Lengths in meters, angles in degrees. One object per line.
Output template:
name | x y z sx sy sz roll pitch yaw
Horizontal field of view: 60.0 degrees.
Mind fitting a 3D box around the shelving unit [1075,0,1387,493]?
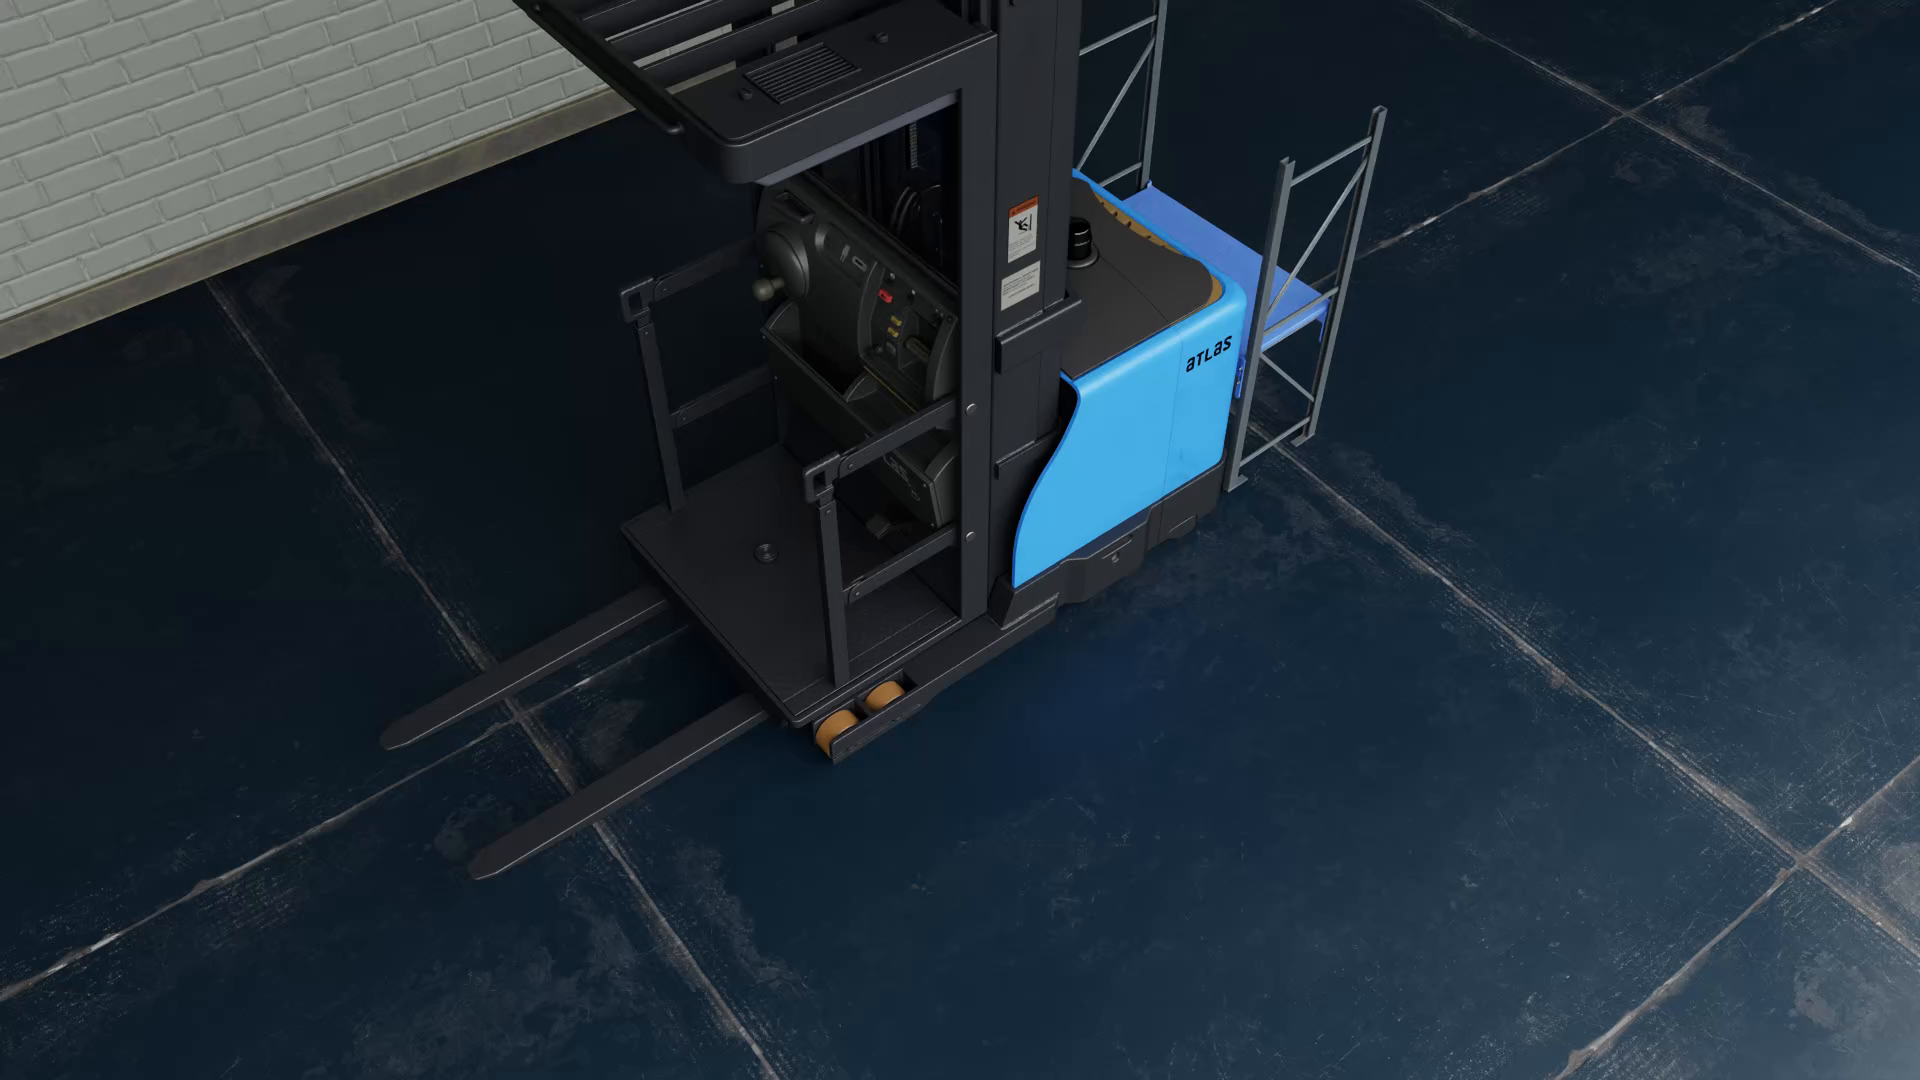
shelving unit | 0.887 -1.101 6.234 0.538 1.500 1.048 -32 55 -26

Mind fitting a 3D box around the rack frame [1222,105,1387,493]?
rack frame | 1.217 -0.815 5.974 0.500 1.500 0.032 -32 55 -26

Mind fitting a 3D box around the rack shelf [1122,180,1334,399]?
rack shelf | 0.886 -0.980 6.367 0.538 0.185 1.000 -32 55 -26

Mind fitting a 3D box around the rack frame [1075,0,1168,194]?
rack frame | 0.556 -1.388 6.493 0.500 1.500 0.032 -32 55 -26

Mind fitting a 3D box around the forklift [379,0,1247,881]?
forklift | -0.487 -0.698 4.904 3.031 2.935 1.130 -30 55 -25
